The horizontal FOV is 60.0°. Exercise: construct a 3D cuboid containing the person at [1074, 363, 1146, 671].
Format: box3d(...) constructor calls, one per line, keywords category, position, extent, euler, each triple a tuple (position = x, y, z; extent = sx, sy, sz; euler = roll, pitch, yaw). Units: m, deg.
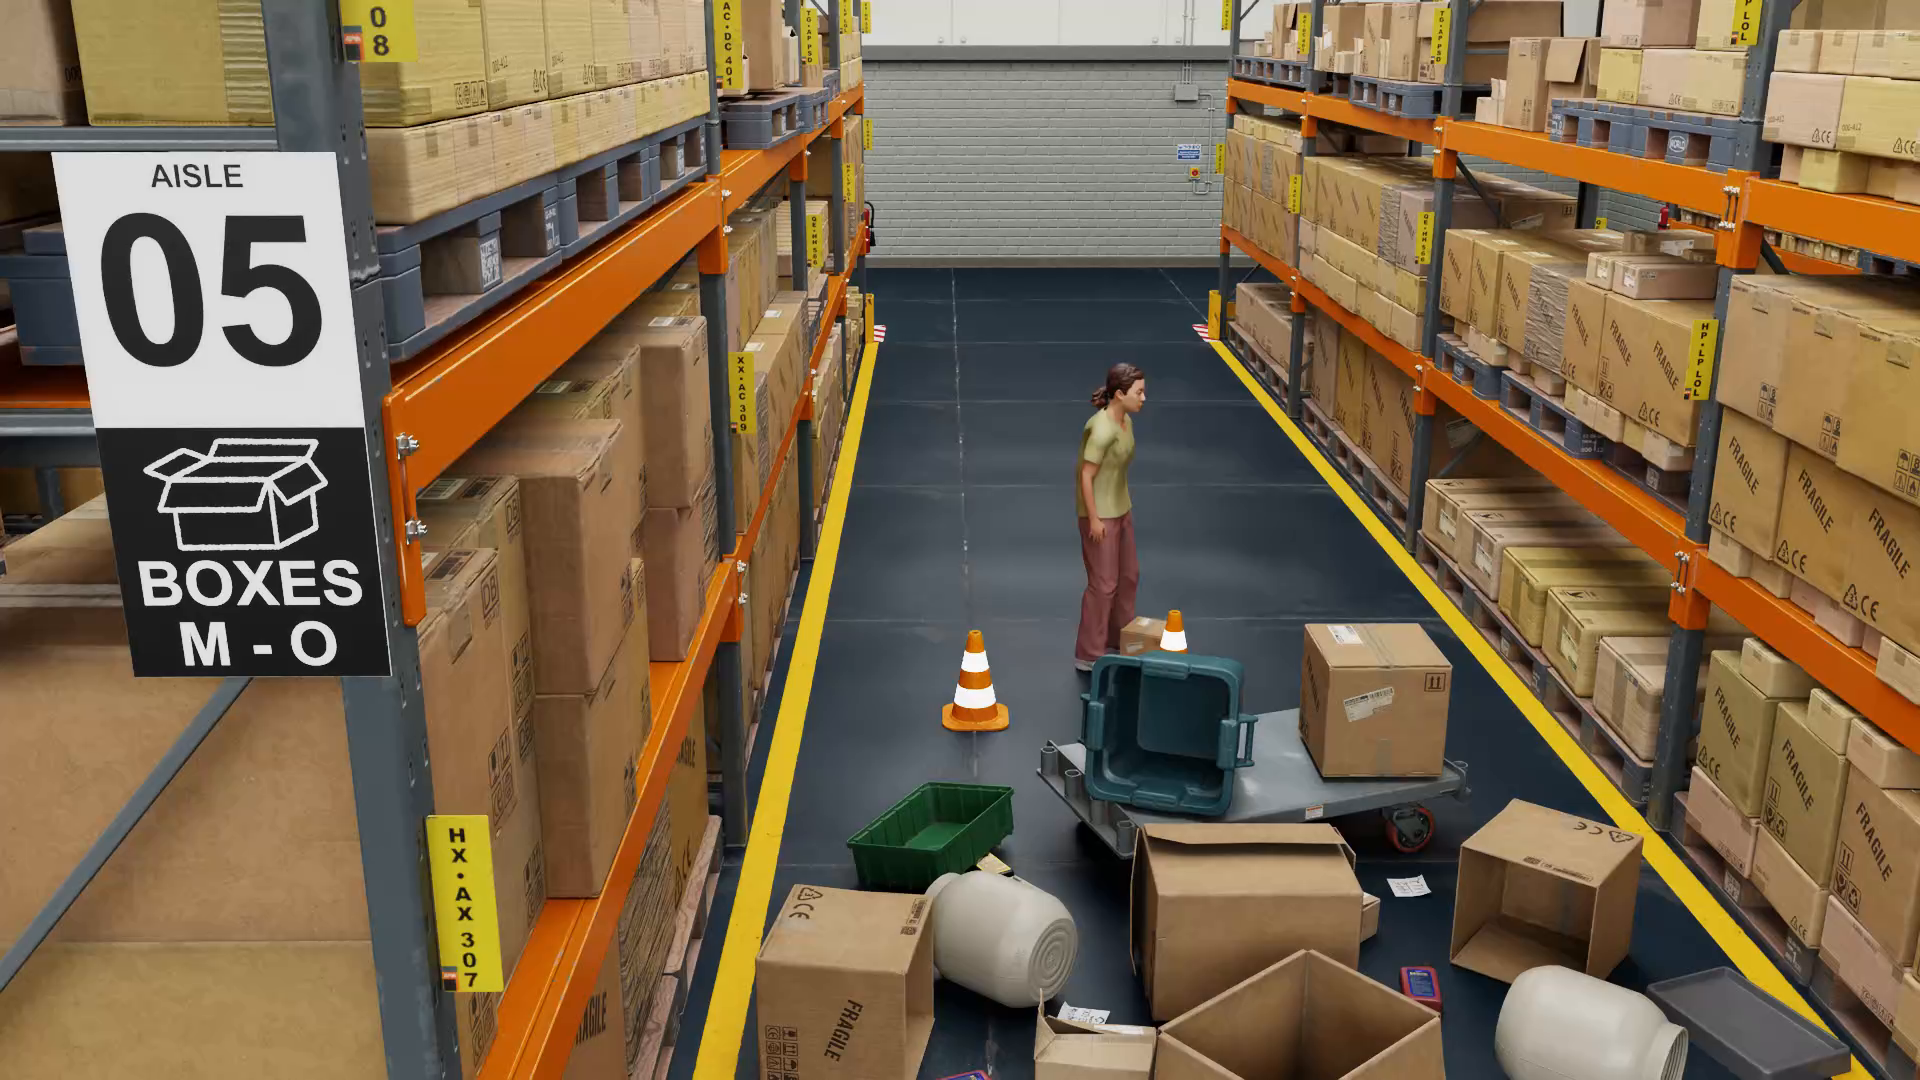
box3d(category="person", position=(0.837, -0.122, 8.946), extent=(0.416, 1.671, 0.509), euler=(8, 19, 24))
